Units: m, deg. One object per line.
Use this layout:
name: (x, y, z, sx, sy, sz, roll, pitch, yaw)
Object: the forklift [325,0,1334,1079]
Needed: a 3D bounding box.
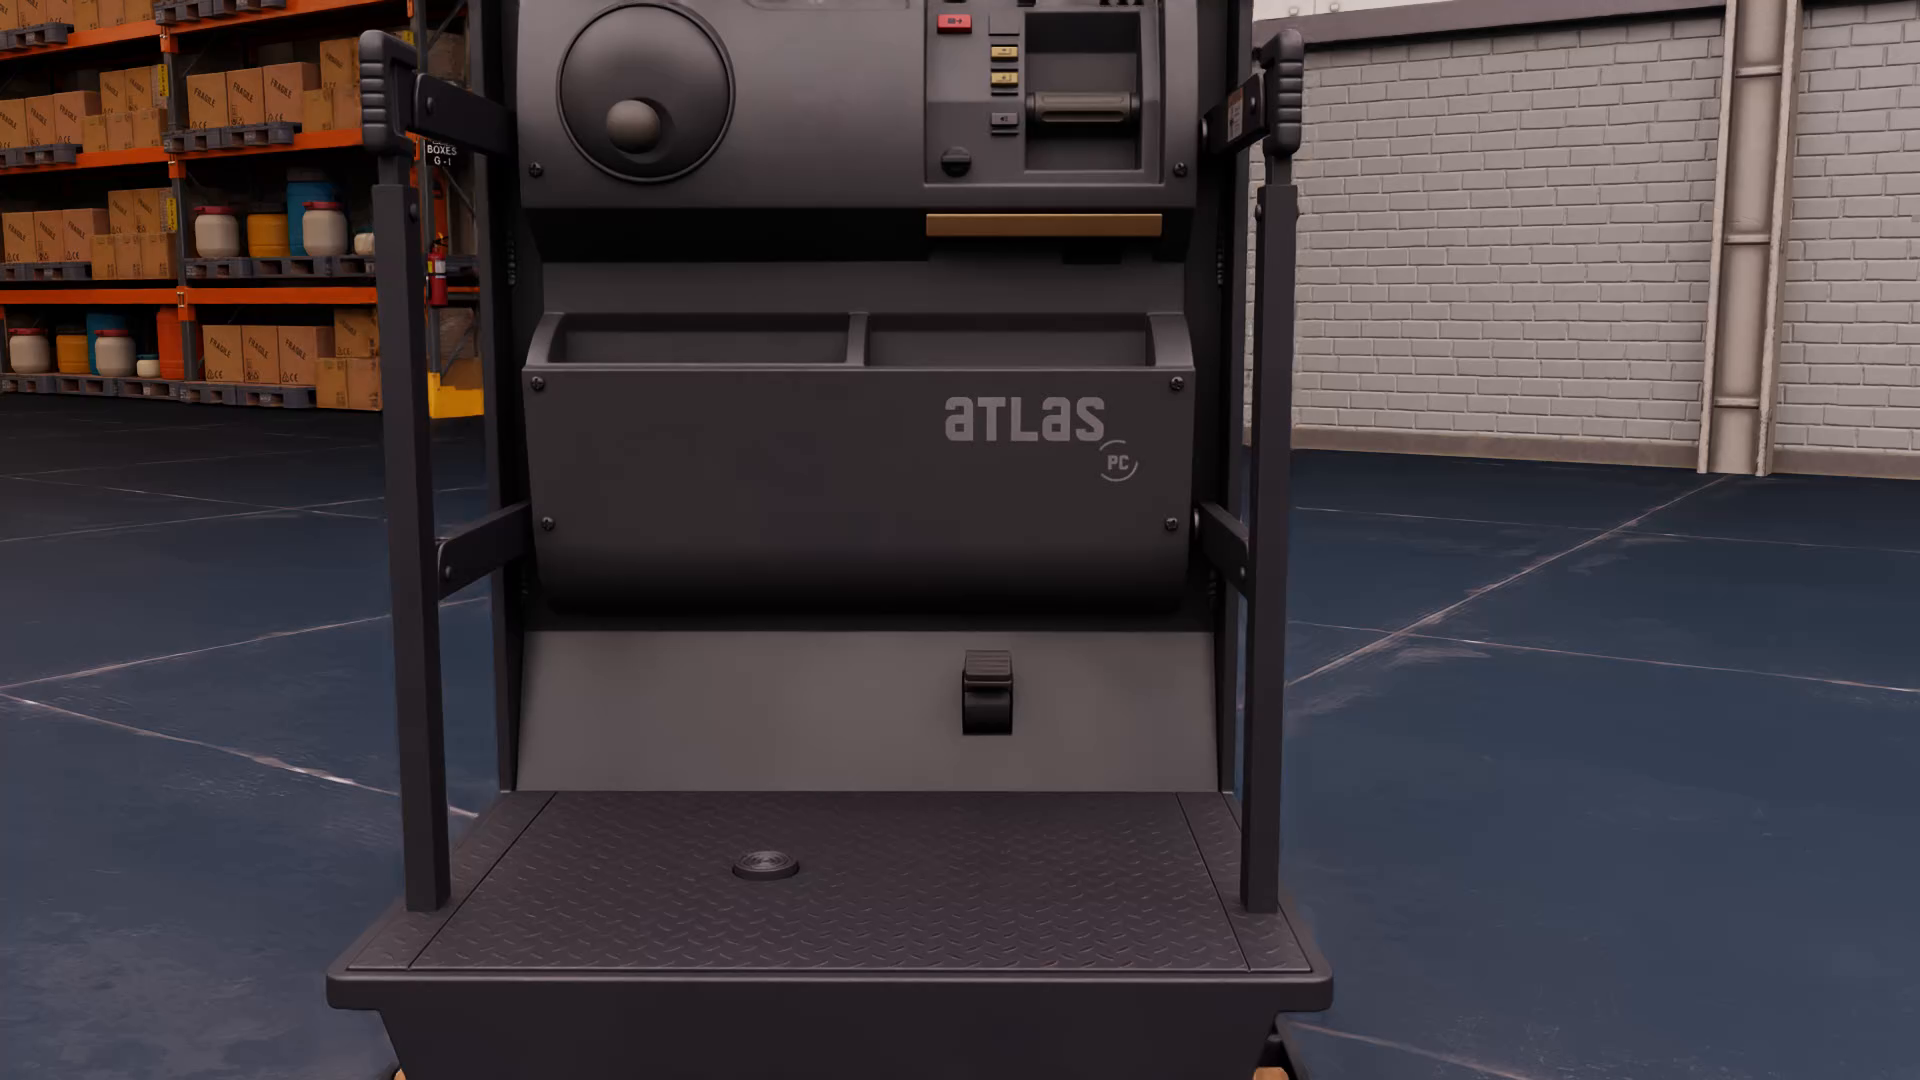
forklift: (-0.139, -0.696, 2.088, 1.130, 2.935, 3.031, 0, 8, 0)
